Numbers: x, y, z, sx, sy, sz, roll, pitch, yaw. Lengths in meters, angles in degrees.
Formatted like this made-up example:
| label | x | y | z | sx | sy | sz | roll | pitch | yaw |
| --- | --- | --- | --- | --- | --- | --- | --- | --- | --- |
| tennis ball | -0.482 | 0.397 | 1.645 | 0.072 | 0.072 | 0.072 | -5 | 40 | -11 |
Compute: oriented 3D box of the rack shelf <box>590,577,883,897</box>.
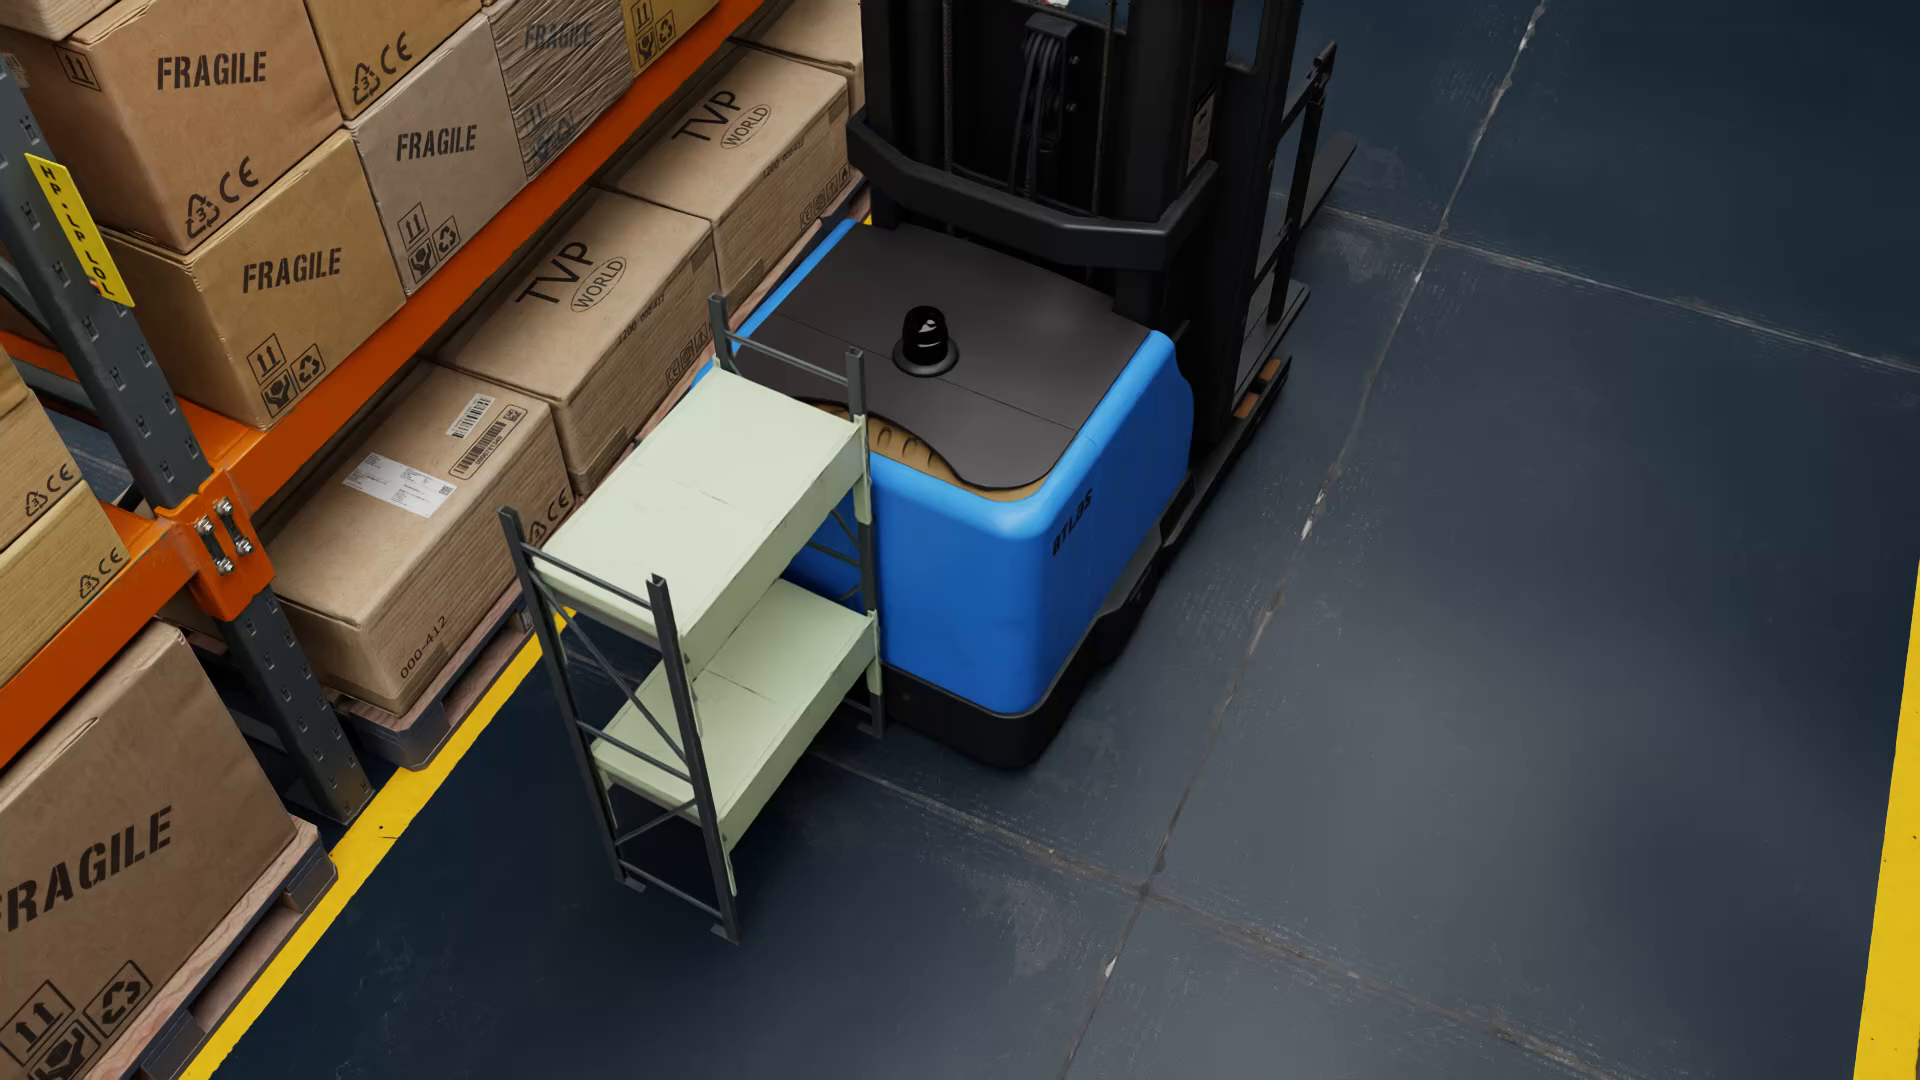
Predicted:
| label | x | y | z | sx | sy | sz | roll | pitch | yaw |
| --- | --- | --- | --- | --- | --- | --- | --- | --- | --- |
| rack shelf | -0.569 | 0.462 | 4.300 | 0.431 | 0.370 | 0.720 | 23 | 53 | 18 |

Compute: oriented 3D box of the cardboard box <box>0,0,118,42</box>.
| label | x | y | z | sx | sy | sz | roll | pitch | yaw |
| --- | --- | --- | --- | --- | --- | --- | --- | --- | --- |
| cardboard box | -1.739 | -1.084 | 3.054 | 0.380 | 0.149 | 0.250 | 19 | 52 | 16 |

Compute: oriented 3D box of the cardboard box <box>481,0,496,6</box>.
| label | x | y | z | sx | sy | sz | roll | pitch | yaw |
| --- | --- | --- | --- | --- | --- | --- | --- | --- | --- |
| cardboard box | -1.236 | -1.684 | 3.992 | 0.500 | 0.500 | 0.500 | 21 | 53 | 17 |

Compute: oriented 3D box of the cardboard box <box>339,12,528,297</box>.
| label | x | y | z | sx | sy | sz | roll | pitch | yaw |
| --- | --- | --- | --- | --- | --- | --- | --- | --- | --- |
| cardboard box | -1.453 | -1.000 | 4.065 | 0.500 | 0.500 | 0.500 | 20 | 53 | 16 |

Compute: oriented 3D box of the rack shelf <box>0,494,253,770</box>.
| label | x | y | z | sx | sy | sz | roll | pitch | yaw |
| --- | --- | --- | --- | --- | --- | --- | --- | --- | --- |
| rack shelf | -2.963 | 1.226 | 2.709 | 1.077 | 0.370 | 4.000 | 20 | 52 | 16 |

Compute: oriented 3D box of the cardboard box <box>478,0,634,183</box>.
| label | x | y | z | sx | sy | sz | roll | pitch | yaw |
| --- | --- | --- | --- | --- | --- | --- | --- | --- | --- |
| cardboard box | -1.235 | -1.340 | 4.355 | 0.500 | 0.500 | 0.500 | 20 | 53 | 16 |

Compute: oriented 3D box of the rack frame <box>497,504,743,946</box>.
| label | x | y | z | sx | sy | sz | roll | pitch | yaw |
| --- | --- | --- | --- | --- | --- | --- | --- | --- | --- |
| rack frame | -0.748 | 0.494 | 3.845 | 0.400 | 1.500 | 0.023 | 23 | 53 | 18 |

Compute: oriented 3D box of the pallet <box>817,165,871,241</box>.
| label | x | y | z | sx | sy | sz | roll | pitch | yaw |
| --- | --- | --- | --- | --- | --- | --- | --- | --- | --- |
| pallet | -0.671 | -1.659 | 6.523 | 1.003 | 0.211 | 1.213 | 20 | 52 | 16 |

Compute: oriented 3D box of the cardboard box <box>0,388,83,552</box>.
| label | x | y | z | sx | sy | sz | roll | pitch | yaw |
| --- | --- | --- | --- | --- | --- | --- | --- | --- | --- |
| cardboard box | -2.077 | -0.115 | 3.148 | 0.500 | 0.250 | 0.500 | 20 | 52 | 16 |

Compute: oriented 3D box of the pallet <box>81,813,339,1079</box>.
| label | x | y | z | sx | sy | sz | roll | pitch | yaw |
| --- | --- | --- | --- | --- | --- | --- | --- | --- | --- |
| pallet | -2.370 | 1.075 | 4.196 | 1.003 | 0.211 | 1.213 | 20 | 52 | 16 |

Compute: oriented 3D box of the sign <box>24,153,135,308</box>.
| label | x | y | z | sx | sy | sz | roll | pitch | yaw |
| --- | --- | --- | --- | --- | --- | --- | --- | --- | --- |
| sign | -1.614 | -0.564 | 3.052 | 0.100 | 0.325 | 0.005 | 20 | 52 | 16 |

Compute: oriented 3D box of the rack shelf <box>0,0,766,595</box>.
| label | x | y | z | sx | sy | sz | roll | pitch | yaw |
| --- | --- | --- | --- | --- | --- | --- | --- | --- | --- |
| rack shelf | -1.254 | -1.528 | 5.053 | 1.077 | 0.370 | 4.000 | 20 | 52 | 16 |

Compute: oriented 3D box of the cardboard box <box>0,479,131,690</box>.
| label | x | y | z | sx | sy | sz | roll | pitch | yaw |
| --- | --- | --- | --- | --- | --- | --- | --- | --- | --- |
| cardboard box | -2.072 | 0.055 | 3.332 | 0.500 | 0.250 | 0.500 | 19 | 52 | 15 |

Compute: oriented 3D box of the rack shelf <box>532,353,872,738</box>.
| label | x | y | z | sx | sy | sz | roll | pitch | yaw |
| --- | --- | --- | --- | --- | --- | --- | --- | --- | --- |
| rack shelf | -0.569 | -0.002 | 3.754 | 0.431 | 0.370 | 0.720 | 23 | 53 | 18 |

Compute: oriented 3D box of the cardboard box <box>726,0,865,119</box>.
| label | x | y | z | sx | sy | sz | roll | pitch | yaw |
| --- | --- | --- | --- | --- | --- | --- | --- | --- | --- |
| cardboard box | -0.591 | -1.957 | 6.352 | 0.875 | 0.438 | 0.875 | 18 | 52 | 15 |

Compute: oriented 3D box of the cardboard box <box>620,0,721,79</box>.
| label | x | y | z | sx | sy | sz | roll | pitch | yaw |
| --- | --- | --- | --- | --- | --- | --- | --- | --- | --- |
| cardboard box | -1.014 | -1.695 | 4.657 | 0.500 | 0.500 | 0.500 | 21 | 53 | 17 |

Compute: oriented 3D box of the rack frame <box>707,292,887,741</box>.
| label | x | y | z | sx | sy | sz | roll | pitch | yaw |
| --- | --- | --- | --- | --- | --- | --- | --- | --- | --- |
| rack frame | -0.390 | 0.008 | 4.258 | 0.400 | 1.500 | 0.023 | 23 | 53 | 18 |

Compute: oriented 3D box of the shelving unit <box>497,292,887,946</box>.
| label | x | y | z | sx | sy | sz | roll | pitch | yaw |
| --- | --- | --- | --- | --- | --- | --- | --- | --- | --- |
| shelving unit | -0.569 | 0.251 | 4.052 | 0.431 | 1.500 | 0.755 | 23 | 53 | 18 |

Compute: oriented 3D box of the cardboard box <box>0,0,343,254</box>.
| label | x | y | z | sx | sy | sz | roll | pitch | yaw |
| --- | --- | --- | --- | --- | --- | --- | --- | --- | --- |
| cardboard box | -1.686 | -0.990 | 3.400 | 0.500 | 0.500 | 0.500 | 20 | 53 | 16 |

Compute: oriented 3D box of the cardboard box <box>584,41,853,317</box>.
| label | x | y | z | sx | sy | sz | roll | pitch | yaw |
| --- | --- | --- | --- | --- | --- | --- | --- | --- | --- |
| cardboard box | -0.975 | -1.324 | 5.814 | 0.875 | 0.438 | 0.875 | 21 | 53 | 17 |

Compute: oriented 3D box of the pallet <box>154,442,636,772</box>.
| label | x | y | z | sx | sy | sz | roll | pitch | yaw |
| --- | --- | --- | --- | --- | --- | --- | --- | --- | --- |
| pallet | -1.713 | 0.021 | 5.093 | 1.003 | 0.211 | 1.213 | 20 | 52 | 16 |

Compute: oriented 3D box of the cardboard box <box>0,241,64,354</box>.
| label | x | y | z | sx | sy | sz | roll | pitch | yaw |
| --- | --- | --- | --- | --- | --- | --- | --- | --- | --- |
| cardboard box | -2.142 | -0.819 | 3.912 | 0.500 | 0.500 | 0.500 | 20 | 53 | 16 |

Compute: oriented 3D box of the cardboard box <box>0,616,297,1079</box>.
| label | x | y | z | sx | sy | sz | roll | pitch | yaw |
| --- | --- | --- | --- | --- | --- | --- | --- | --- | --- |
| cardboard box | -2.301 | 0.621 | 3.871 | 0.875 | 0.875 | 0.875 | 21 | 53 | 17 |

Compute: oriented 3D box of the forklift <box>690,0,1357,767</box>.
| label | x | y | z | sx | sy | sz | roll | pitch | yaw |
| --- | --- | --- | --- | --- | --- | --- | --- | --- | --- |
| forklift | 0.459 | -1.443 | 4.554 | 1.130 | 2.935 | 3.031 | 23 | 53 | 18 |

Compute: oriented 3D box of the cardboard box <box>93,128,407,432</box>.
| label | x | y | z | sx | sy | sz | roll | pitch | yaw |
| --- | --- | --- | --- | --- | --- | --- | --- | --- | --- |
| cardboard box | -1.672 | -0.654 | 3.772 | 0.500 | 0.500 | 0.500 | 21 | 53 | 17 |

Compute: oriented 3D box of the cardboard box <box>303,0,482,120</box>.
| label | x | y | z | sx | sy | sz | roll | pitch | yaw |
| --- | --- | --- | --- | --- | --- | --- | --- | --- | --- |
| cardboard box | -1.465 | -1.335 | 3.695 | 0.500 | 0.500 | 0.500 | 19 | 52 | 16 |

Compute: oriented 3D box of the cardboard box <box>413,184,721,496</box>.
| label | x | y | z | sx | sy | sz | roll | pitch | yaw |
| --- | --- | --- | --- | --- | --- | --- | --- | --- | --- |
| cardboard box | -1.362 | -0.704 | 5.286 | 0.875 | 0.438 | 0.875 | 18 | 52 | 15 |

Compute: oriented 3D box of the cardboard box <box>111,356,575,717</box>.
| label | x | y | z | sx | sy | sz | roll | pitch | yaw |
| --- | --- | --- | --- | --- | --- | --- | --- | --- | --- |
| cardboard box | -1.744 | -0.087 | 4.761 | 0.875 | 0.438 | 0.875 | 19 | 52 | 16 |

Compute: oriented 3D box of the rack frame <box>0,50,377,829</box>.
| label | x | y | z | sx | sy | sz | roll | pitch | yaw |
| --- | --- | --- | --- | --- | --- | --- | --- | --- | --- |
| rack frame | -2.109 | -0.384 | 3.607 | 1.000 | 3.000 | 0.127 | 20 | 52 | 16 |

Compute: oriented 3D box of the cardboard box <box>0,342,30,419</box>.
| label | x | y | z | sx | sy | sz | roll | pitch | yaw |
| --- | --- | --- | --- | --- | --- | --- | --- | --- | --- |
| cardboard box | -2.073 | -0.351 | 2.857 | 0.500 | 0.500 | 0.500 | 21 | 53 | 17 |

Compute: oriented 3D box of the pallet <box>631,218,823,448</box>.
| label | x | y | z | sx | sy | sz | roll | pitch | yaw |
| --- | --- | --- | --- | --- | --- | --- | --- | --- | --- |
| pallet | -1.193 | -0.822 | 5.811 | 1.003 | 0.211 | 1.213 | 20 | 52 | 16 |
